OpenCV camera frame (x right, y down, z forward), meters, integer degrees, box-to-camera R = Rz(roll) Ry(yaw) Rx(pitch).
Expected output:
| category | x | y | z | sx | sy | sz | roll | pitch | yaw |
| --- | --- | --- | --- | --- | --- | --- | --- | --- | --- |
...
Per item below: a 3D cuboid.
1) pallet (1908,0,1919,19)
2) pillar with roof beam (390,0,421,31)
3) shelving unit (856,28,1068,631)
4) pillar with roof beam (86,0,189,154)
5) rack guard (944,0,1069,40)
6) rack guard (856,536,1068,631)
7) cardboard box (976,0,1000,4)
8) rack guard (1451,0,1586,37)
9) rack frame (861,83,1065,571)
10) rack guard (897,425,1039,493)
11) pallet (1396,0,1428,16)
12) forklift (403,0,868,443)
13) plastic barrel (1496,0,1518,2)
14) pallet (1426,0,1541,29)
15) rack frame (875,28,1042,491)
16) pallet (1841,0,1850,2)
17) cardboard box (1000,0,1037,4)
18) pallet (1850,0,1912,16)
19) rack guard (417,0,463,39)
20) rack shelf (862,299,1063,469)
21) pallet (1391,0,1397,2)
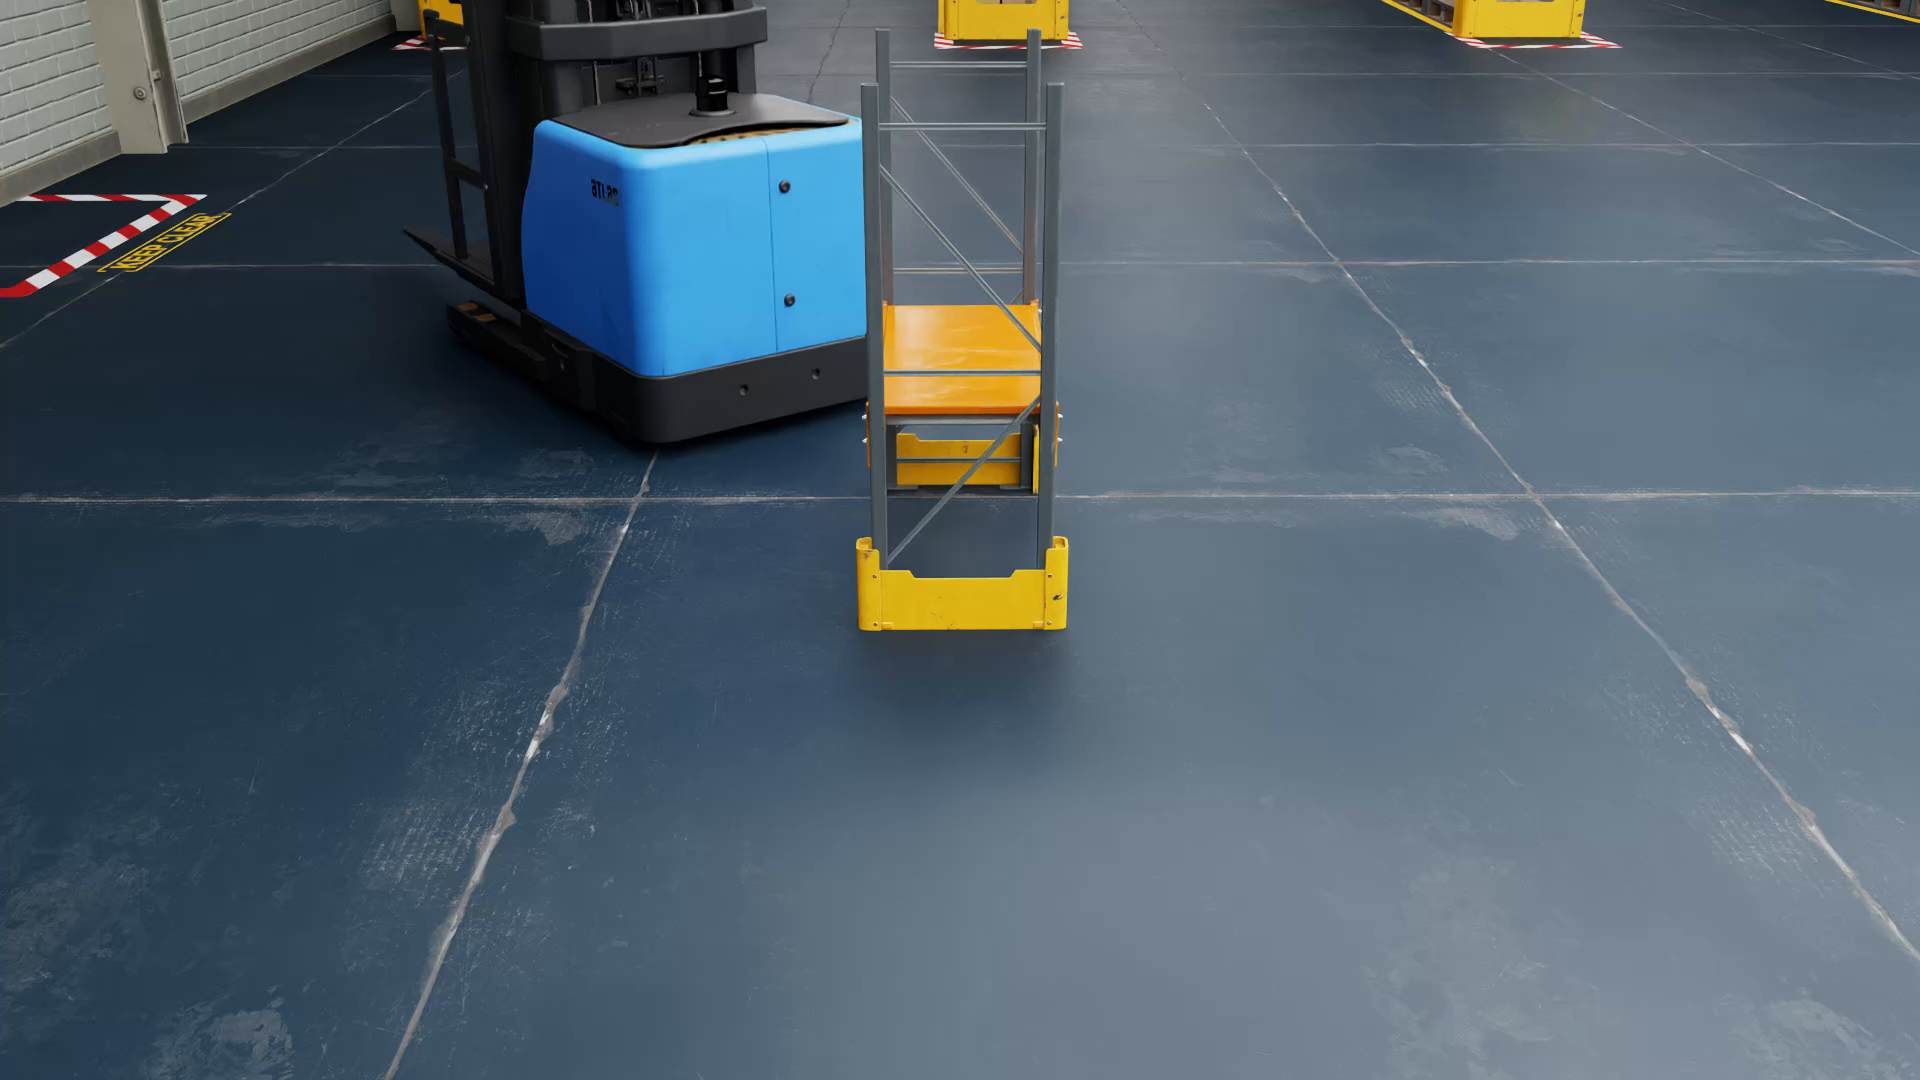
| category | x | y | z | sx | sy | sz | roll | pitch | yaw |
| --- | --- | --- | --- | --- | --- | --- | --- | --- | --- |
| pallet | 10.366 | -5.309 | 16.733 | 1.003 | 0.211 | 1.213 | 0 | 24 | -1 |
| pillar with roof beam | -1.087 | -9.184 | 14.636 | 9.100 | 9.000 | 0.400 | 0 | 24 | -1 |
| shelving unit | 0.001 | -0.652 | 4.871 | 0.587 | 1.500 | 1.083 | 0 | 24 | -1 |
| pillar with roof beam | -1.022 | -6.712 | 9.170 | 9.100 | 9.000 | 0.400 | 0 | 24 | -1 |
| rack guard | 0.434 | -5.022 | 15.746 | 1.175 | 0.500 | 0.348 | 0 | 24 | -1 |
| rack guard | 0.006 | 0.123 | 4.675 | 0.587 | 0.250 | 0.087 | 0 | 24 | -1 |
| cardboard box | 0.133 | -5.329 | 16.219 | 0.500 | 0.250 | 0.500 | 0 | 24 | -1 |
| rack guard | 5.339 | -5.083 | 15.883 | 1.175 | 0.500 | 0.348 | 0 | 24 | -1 |
| rack frame | 0.006 | -0.439 | 4.400 | 0.500 | 1.500 | 0.032 | 0 | 24 | -1 |
| rack guard | -0.005 | -0.288 | 5.583 | 0.587 | 0.250 | 0.087 | 0 | 24 | -1 |
| pallet | 5.326 | -5.788 | 17.791 | 1.003 | 0.211 | 1.213 | 0 | 24 | -1 |
| forklift | -1.538 | -2.223 | 6.609 | 1.130 | 2.935 | 3.031 | -17 | 29 | -32 |
| plastic barrel | 5.304 | -5.520 | 16.324 | 0.421 | 0.512 | 0.421 | 0 | 24 | 0 |
| pallet | 5.336 | -5.287 | 16.683 | 1.003 | 0.211 | 1.213 | 0 | 24 | -1 |
| rack frame | -0.005 | -0.858 | 5.326 | 0.500 | 1.500 | 0.032 | 0 | 24 | -1 |
| pallet | 10.339 | -6.315 | 18.956 | 1.003 | 0.211 | 1.213 | 0 | 24 | -1 |
| cardboard box | 0.651 | -5.331 | 16.224 | 0.500 | 0.250 | 0.500 | 0 | 24 | -1 |
| pallet | 10.355 | -5.811 | 17.841 | 1.003 | 0.211 | 1.213 | 0 | 24 | -1 |
| rack guard | -4.520 | -5.039 | 15.785 | 1.175 | 0.500 | 0.348 | 0 | 24 | -1 |
| rack shelf | 0.001 | -0.484 | 4.937 | 0.538 | 0.185 | 1.000 | 0 | 24 | -1 |
| pallet | 5.309 | -6.292 | 18.906 | 1.003 | 0.211 | 1.213 | 0 | 24 | -1 |
